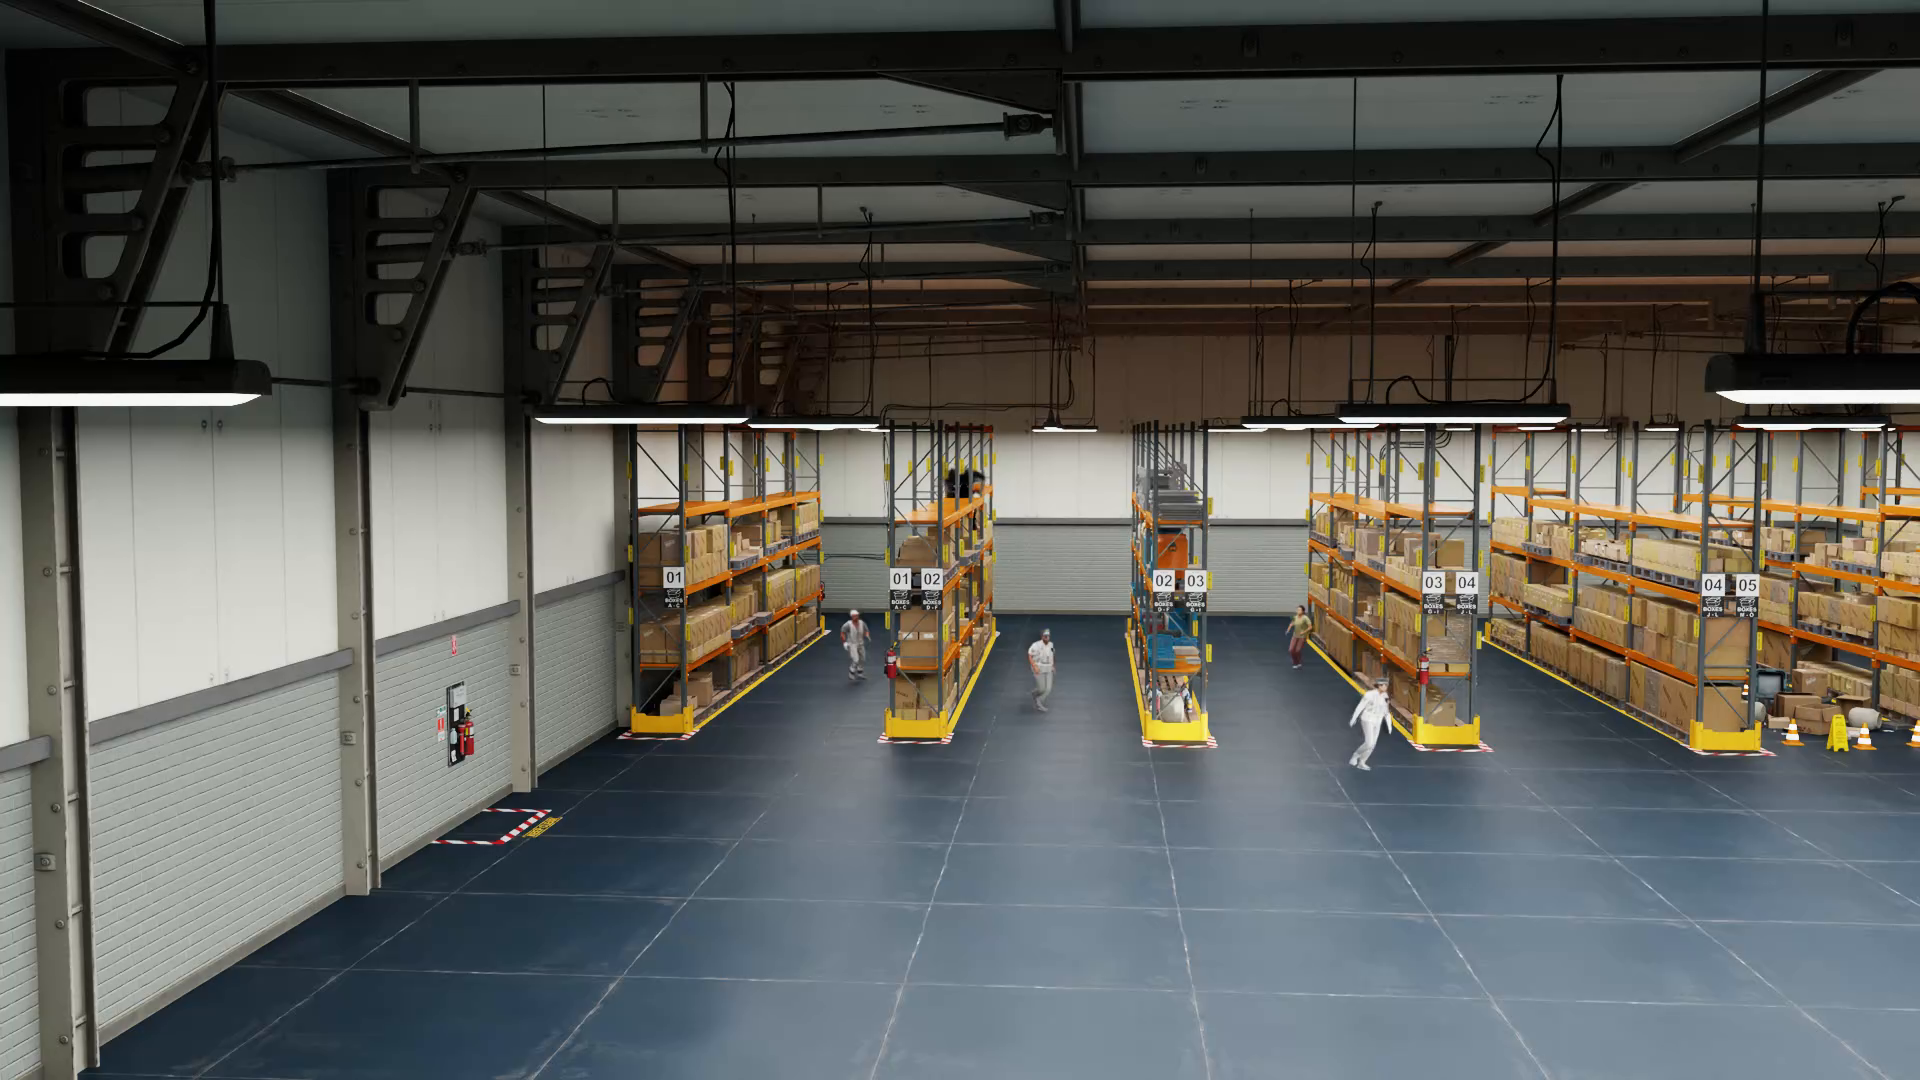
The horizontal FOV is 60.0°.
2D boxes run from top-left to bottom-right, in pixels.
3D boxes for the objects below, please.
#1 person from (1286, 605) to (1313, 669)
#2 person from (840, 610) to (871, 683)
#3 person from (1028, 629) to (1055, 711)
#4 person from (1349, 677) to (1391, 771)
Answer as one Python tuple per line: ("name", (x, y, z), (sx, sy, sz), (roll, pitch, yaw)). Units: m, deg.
("person", (8.335, 2.378, 40.749), (0.658, 1.580, 0.535), (3, 4, 35))
("person", (-2.377, 2.449, 38.522), (0.692, 1.711, 0.750), (-3, 4, -35))
("person", (1.680, 2.686, 34.564), (0.662, 1.717, 0.572), (-2, 4, -27))
("person", (7.007, 3.127, 28.327), (0.631, 1.621, 0.561), (-2, 4, -29))
